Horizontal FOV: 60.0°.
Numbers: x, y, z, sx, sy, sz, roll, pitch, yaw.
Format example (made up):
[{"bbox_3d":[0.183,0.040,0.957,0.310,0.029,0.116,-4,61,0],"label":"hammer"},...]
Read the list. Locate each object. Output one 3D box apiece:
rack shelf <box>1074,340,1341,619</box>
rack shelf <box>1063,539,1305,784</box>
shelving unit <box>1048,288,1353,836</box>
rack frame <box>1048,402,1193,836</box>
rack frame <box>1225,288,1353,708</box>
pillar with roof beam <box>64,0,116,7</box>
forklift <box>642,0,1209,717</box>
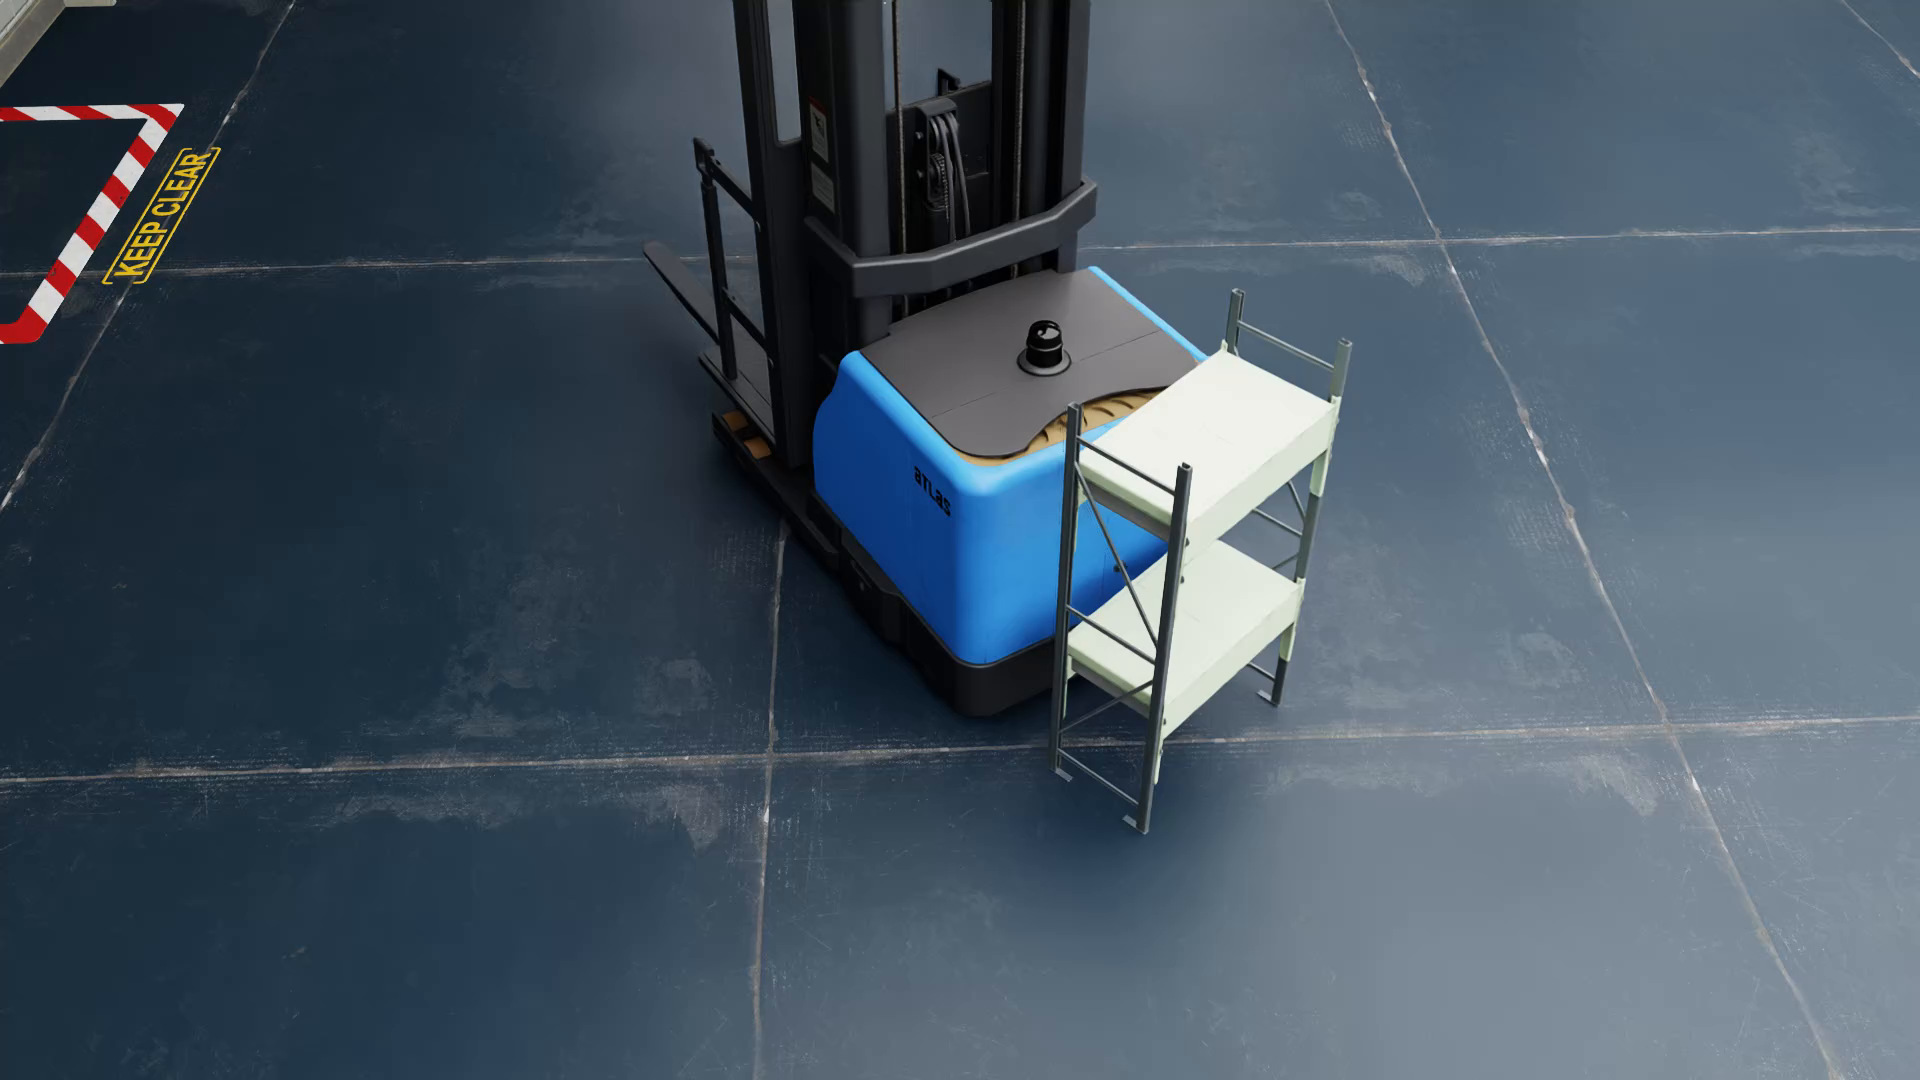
[{"bbox_3d":[0.690,-0.188,4.768,0.431,0.370,0.720,32,51,30],"label":"rack shelf"},{"bbox_3d":[0.690,0.340,5.252,0.431,0.370,0.720,32,51,30],"label":"rack shelf"},{"bbox_3d":[0.690,0.100,5.031,0.431,1.500,0.755,32,51,30],"label":"shelving unit"},{"bbox_3d":[0.440,0.281,4.834,0.400,1.500,0.023,32,51,30],"label":"rack frame"},{"bbox_3d":[0.939,-0.081,5.229,0.400,1.500,0.023,32,51,30],"label":"rack frame"},{"bbox_3d":[-0.761,-6.662,6.859,9.100,9.000,0.400,-2,43,-2],"label":"pillar with roof beam"},{"bbox_3d":[-0.323,-1.470,5.685,1.130,2.935,3.031,-23,47,-23],"label":"forklift"}]
